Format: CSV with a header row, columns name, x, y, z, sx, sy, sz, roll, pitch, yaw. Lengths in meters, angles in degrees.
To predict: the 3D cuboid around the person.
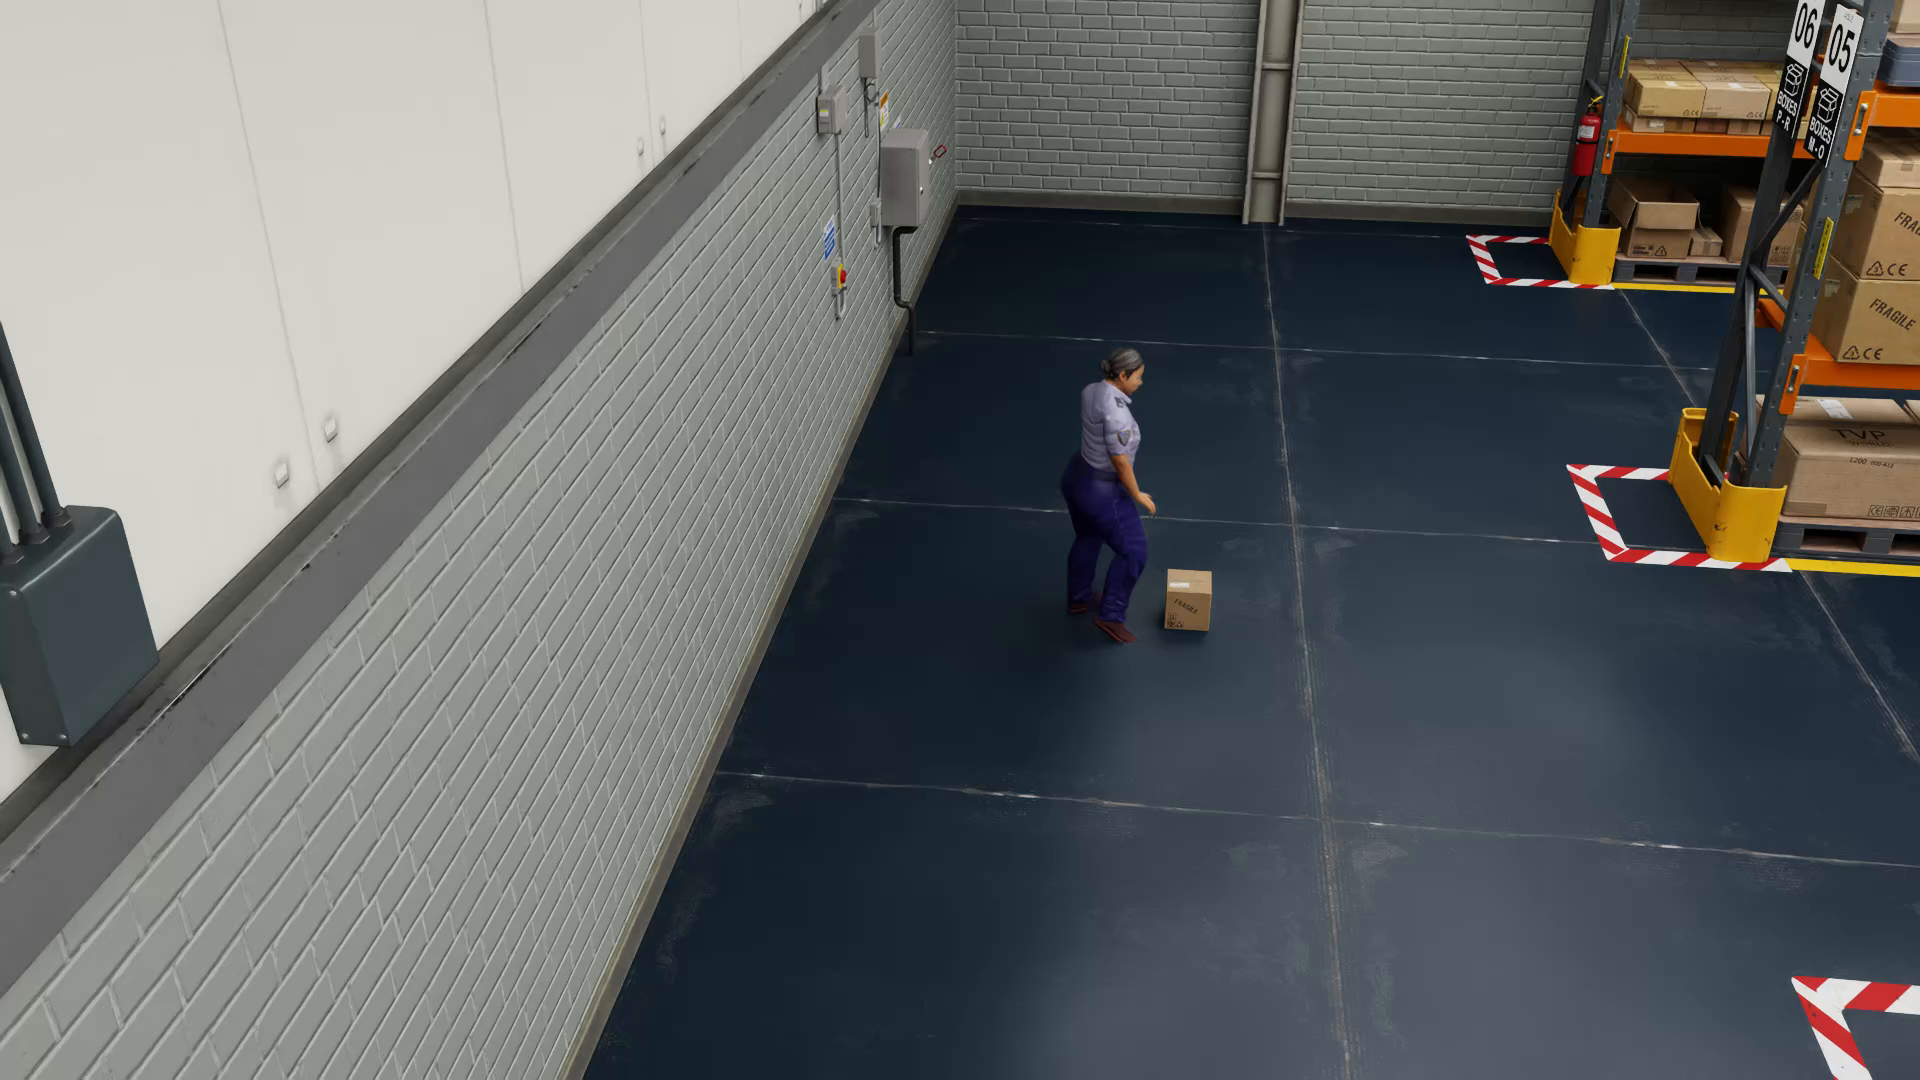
name,x,y,z,sx,sy,sz,roll,pitch,yaw
person,0.795,-0.234,9.118,0.426,1.701,0.536,-9,30,-17
